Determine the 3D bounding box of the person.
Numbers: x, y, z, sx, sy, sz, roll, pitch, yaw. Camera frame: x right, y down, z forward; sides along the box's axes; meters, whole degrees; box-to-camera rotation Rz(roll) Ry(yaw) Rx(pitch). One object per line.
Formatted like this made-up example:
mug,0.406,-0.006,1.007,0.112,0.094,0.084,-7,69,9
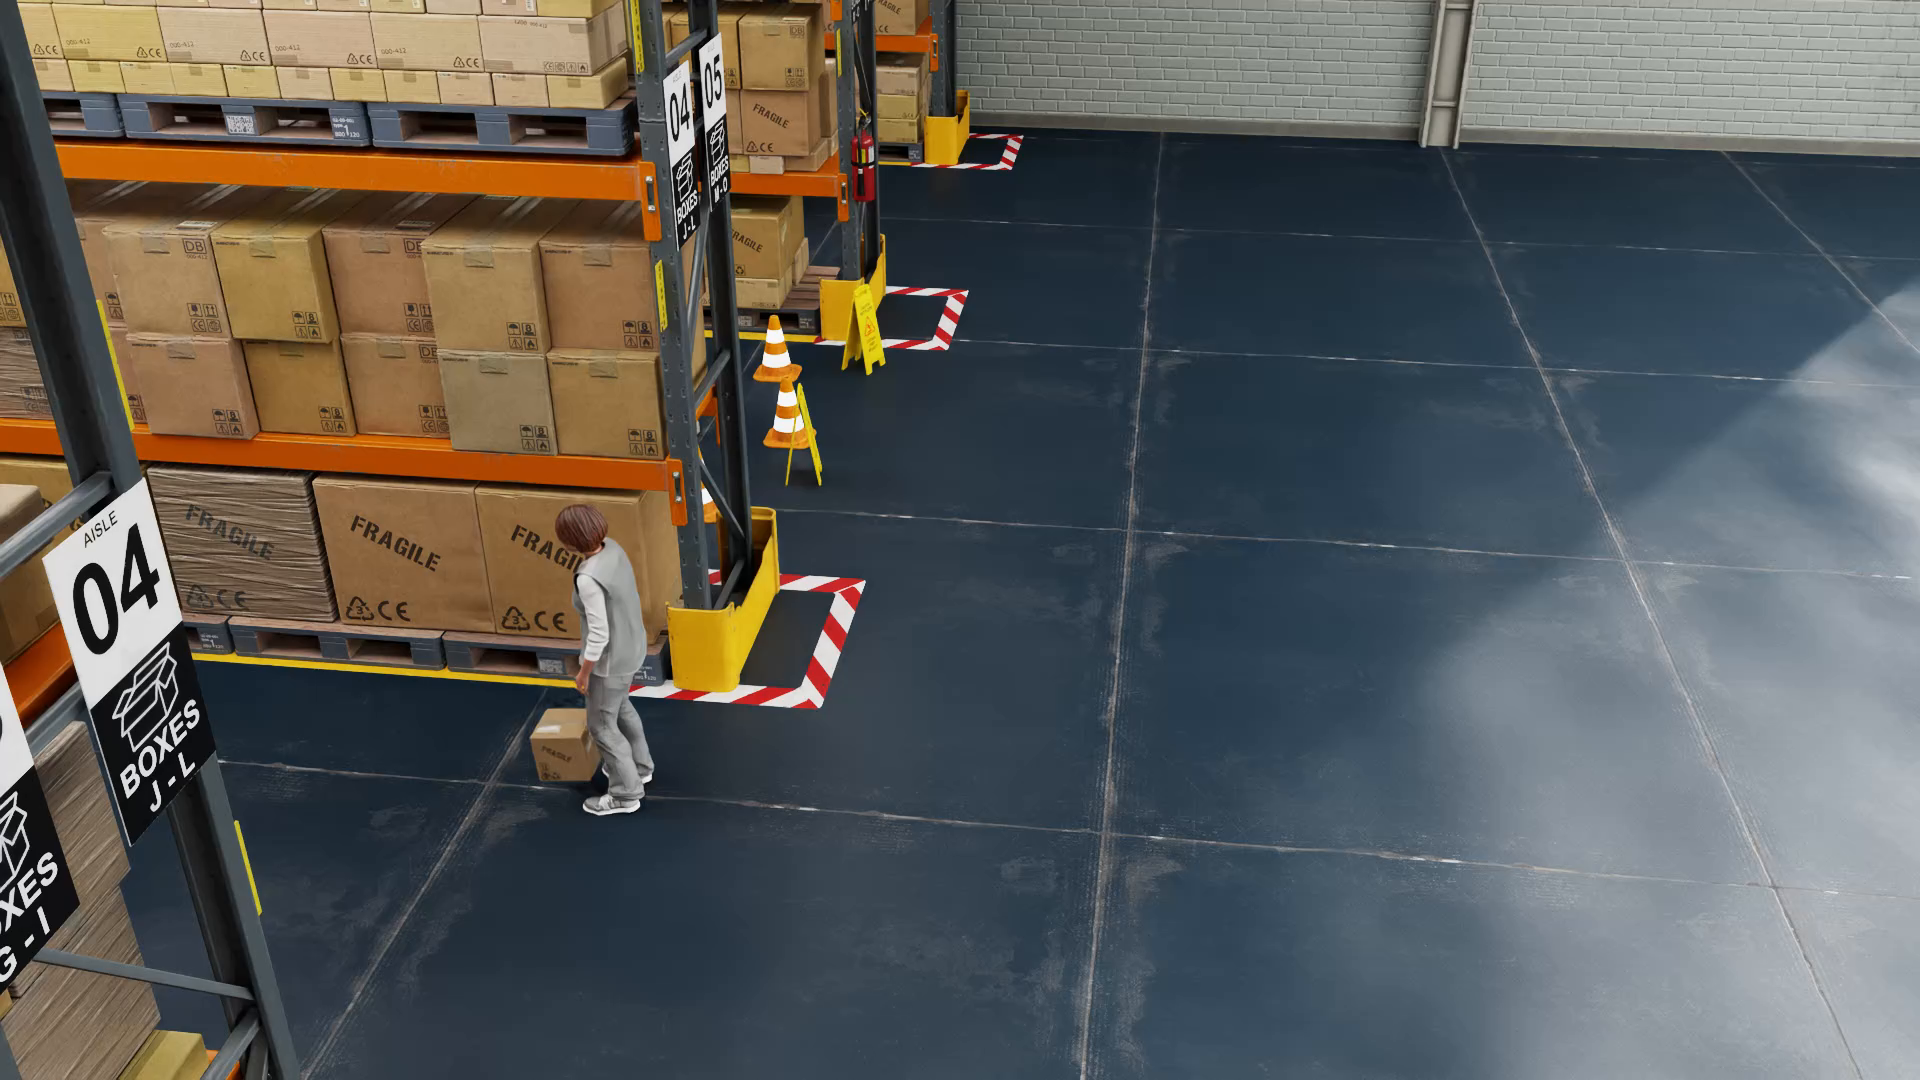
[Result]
person,-1.617,0.543,7.645,0.342,1.595,0.456,3,29,5
